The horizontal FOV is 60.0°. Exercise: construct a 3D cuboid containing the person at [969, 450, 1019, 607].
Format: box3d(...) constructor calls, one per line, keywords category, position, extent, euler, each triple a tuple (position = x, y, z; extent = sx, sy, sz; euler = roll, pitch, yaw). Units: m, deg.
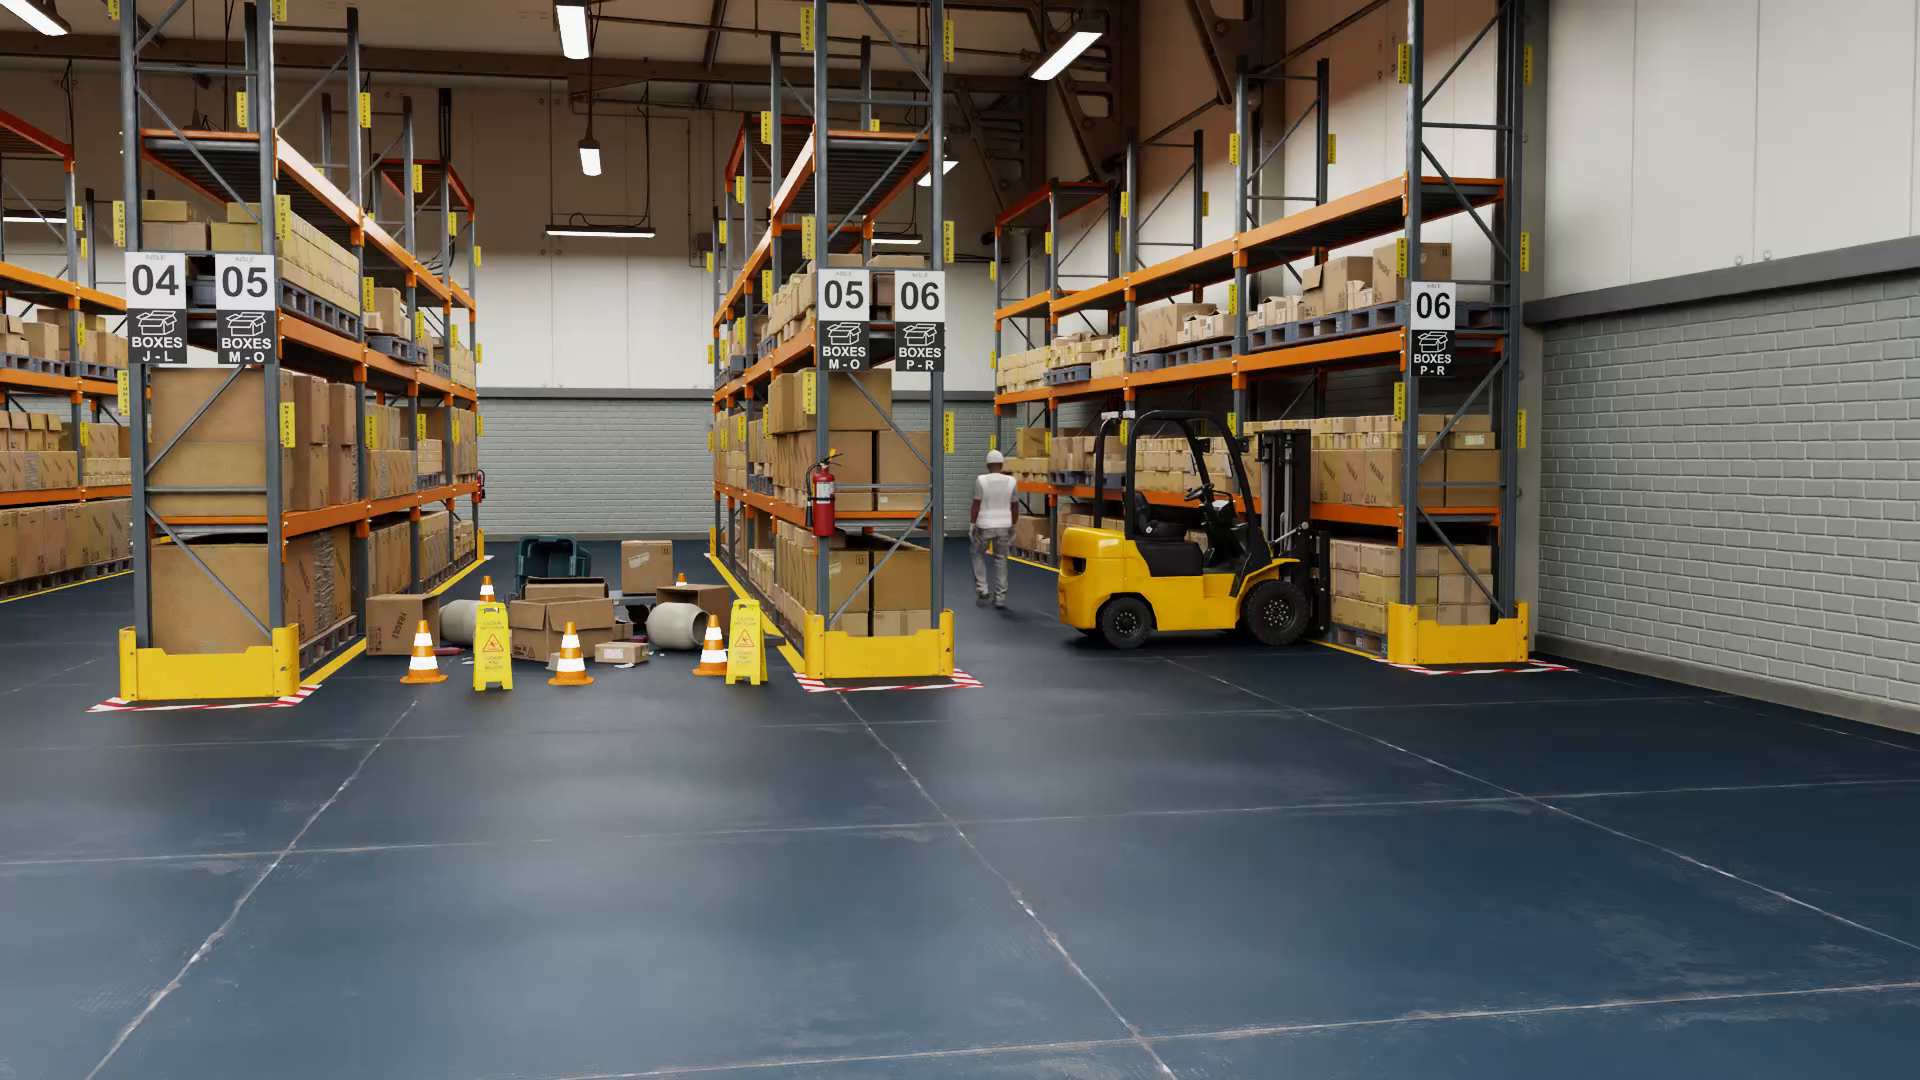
box3d(category="person", position=(0.374, -0.116, 19.108), extent=(0.599, 1.829, 0.469), euler=(-1, 3, -11))
